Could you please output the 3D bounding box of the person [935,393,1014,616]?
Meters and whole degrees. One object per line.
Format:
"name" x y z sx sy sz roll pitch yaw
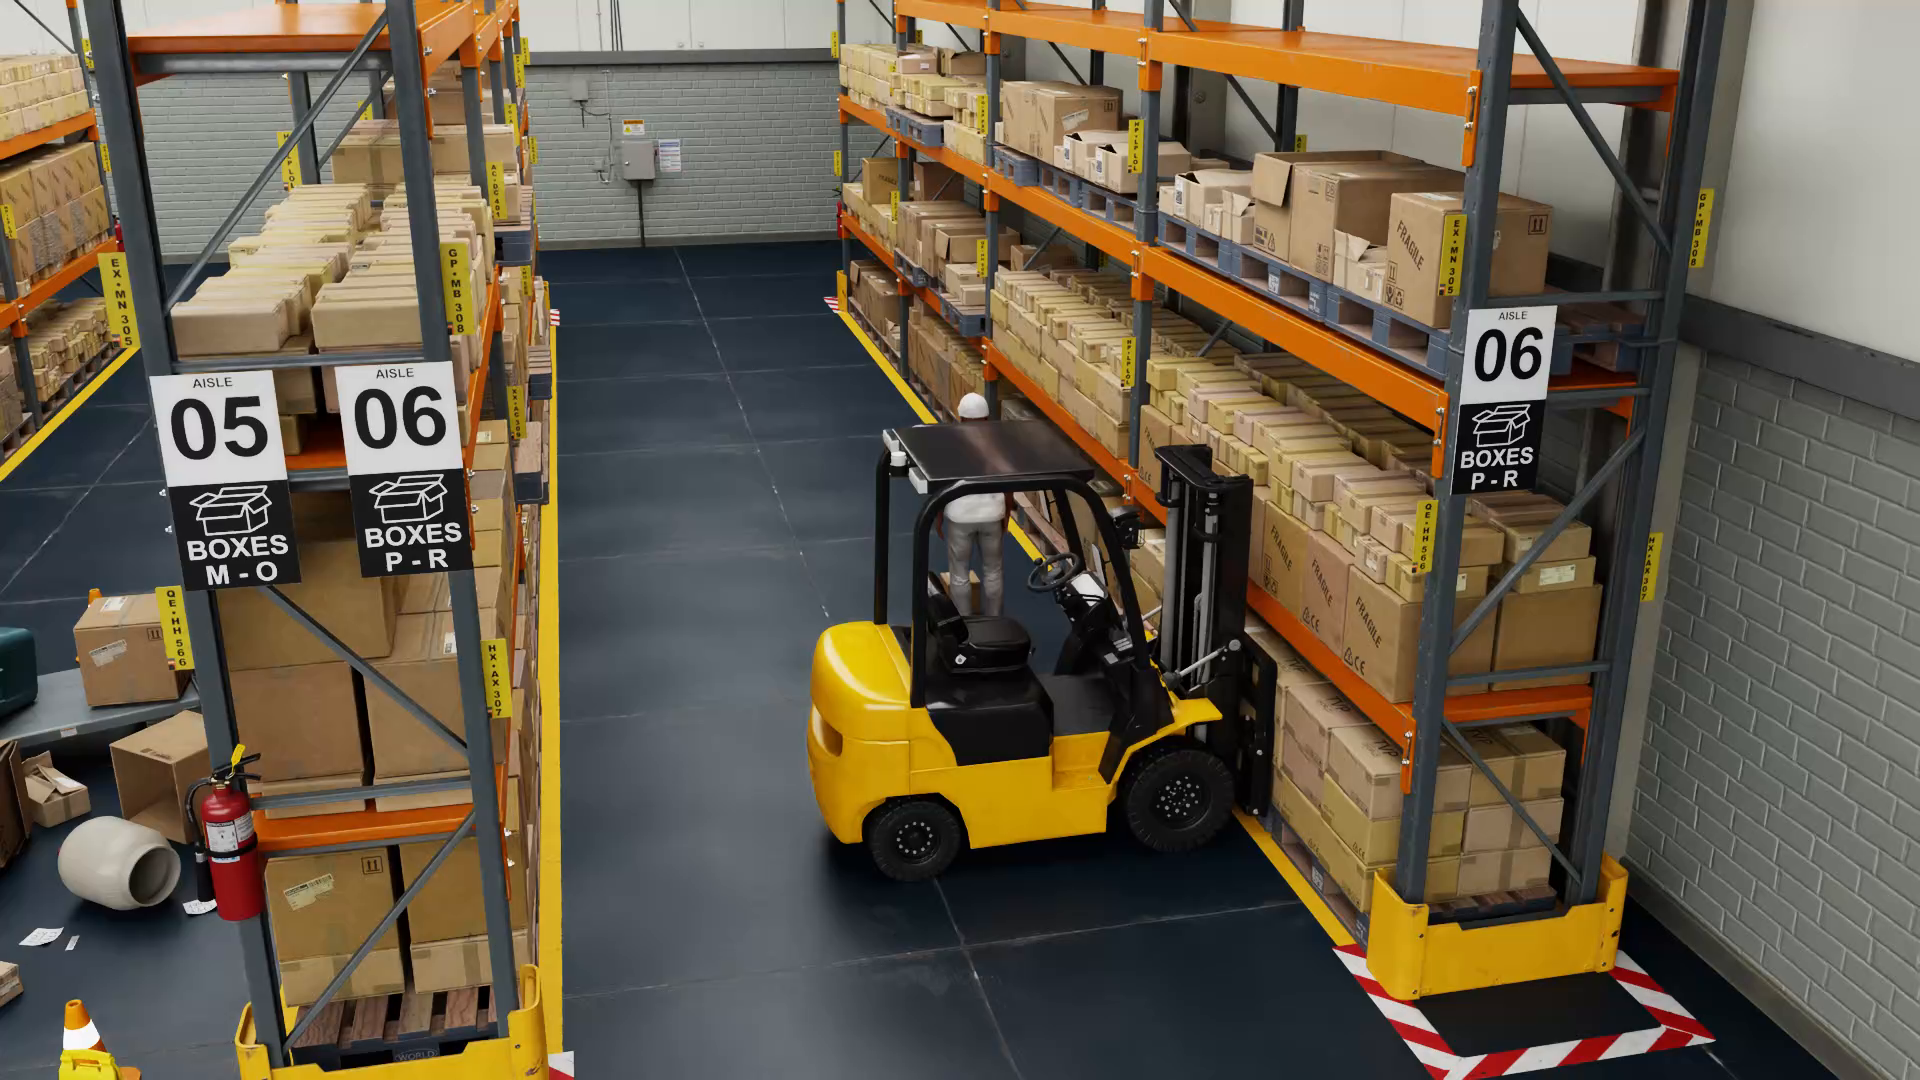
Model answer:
"person" 0.093 -0.156 11.479 0.563 1.761 0.351 -3 20 -10
